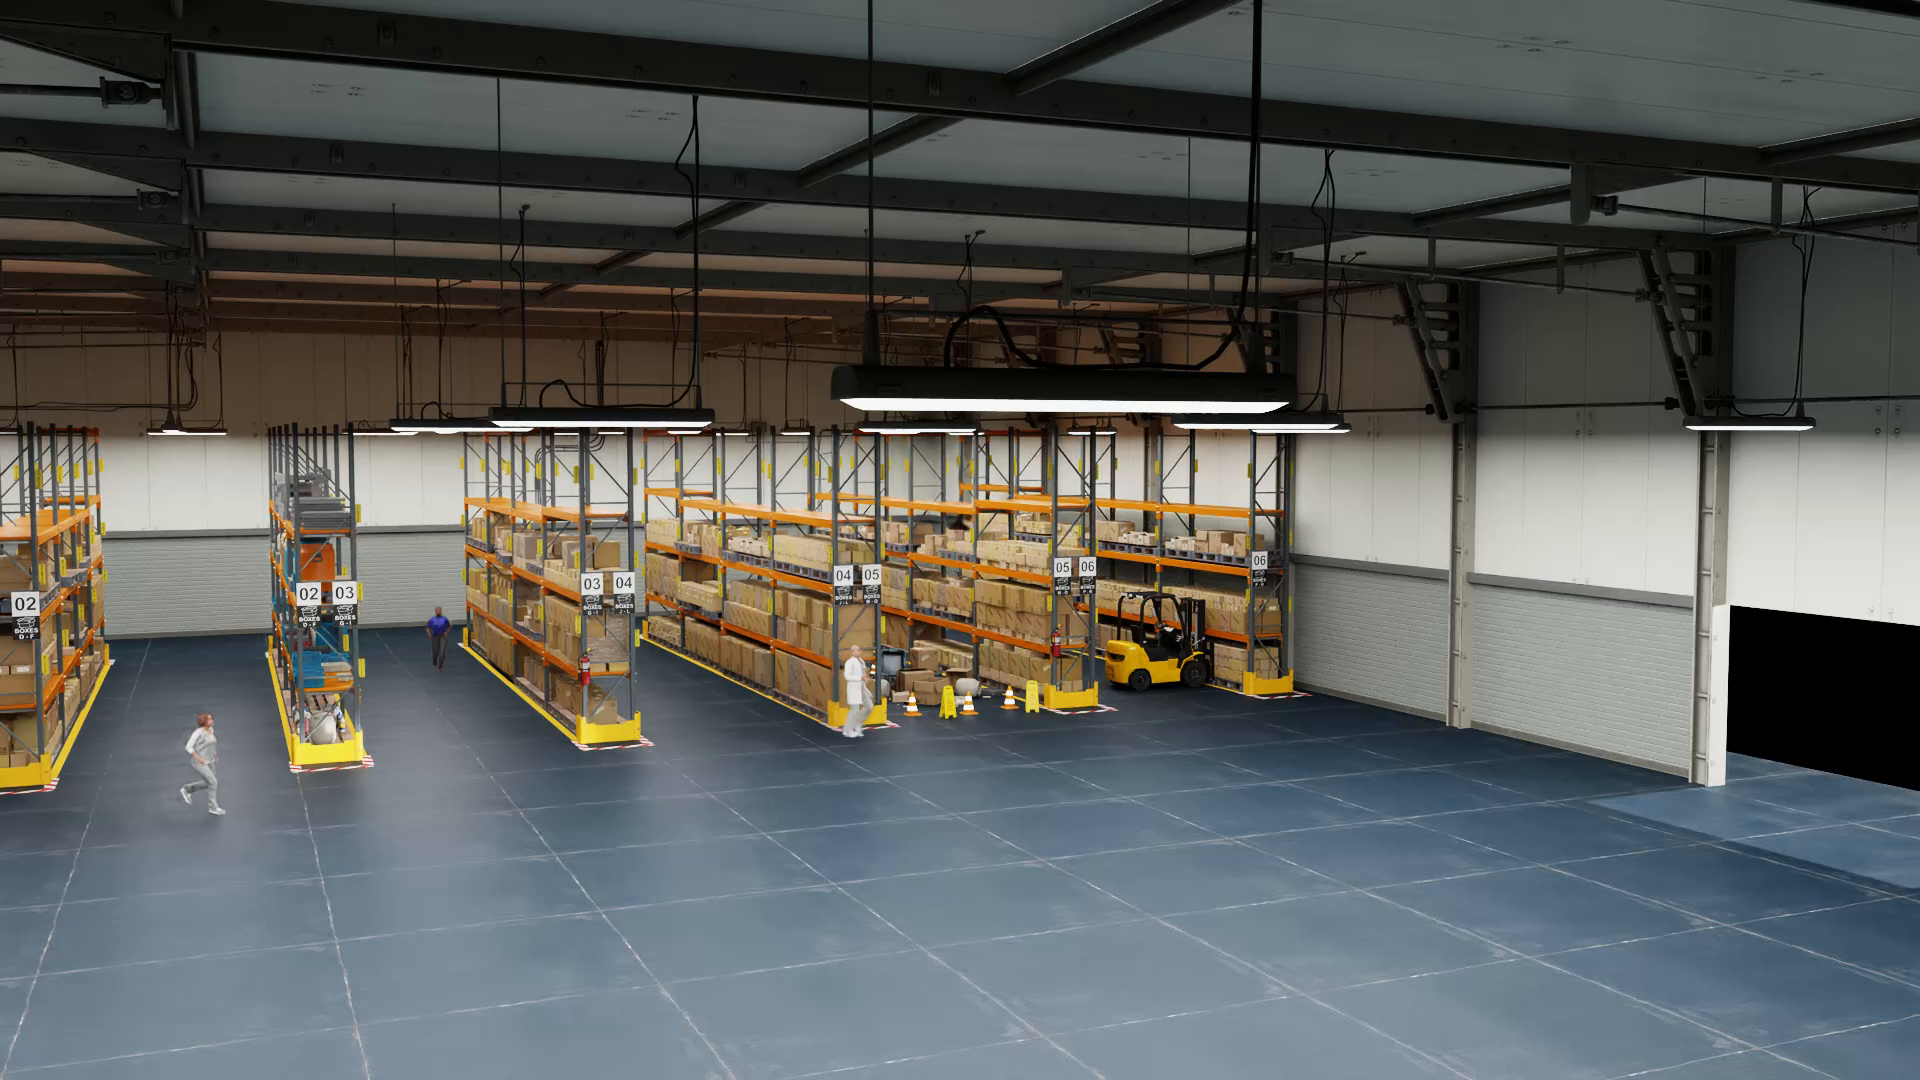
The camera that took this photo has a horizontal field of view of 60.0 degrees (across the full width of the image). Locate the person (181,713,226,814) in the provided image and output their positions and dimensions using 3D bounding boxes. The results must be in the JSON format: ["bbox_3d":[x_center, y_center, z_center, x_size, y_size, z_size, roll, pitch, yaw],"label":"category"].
[{"bbox_3d":[-11.563,3.413,25.303,0.695,1.565,0.556,0,4,6],"label":"person"}]

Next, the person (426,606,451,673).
[{"bbox_3d":[-12.797,2.442,40.845,0.583,1.605,0.558,-1,4,-22],"label":"person"}]

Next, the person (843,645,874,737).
[{"bbox_3d":[-1.936,2.945,31.809,0.663,1.723,0.715,2,4,29],"label":"person"}]
